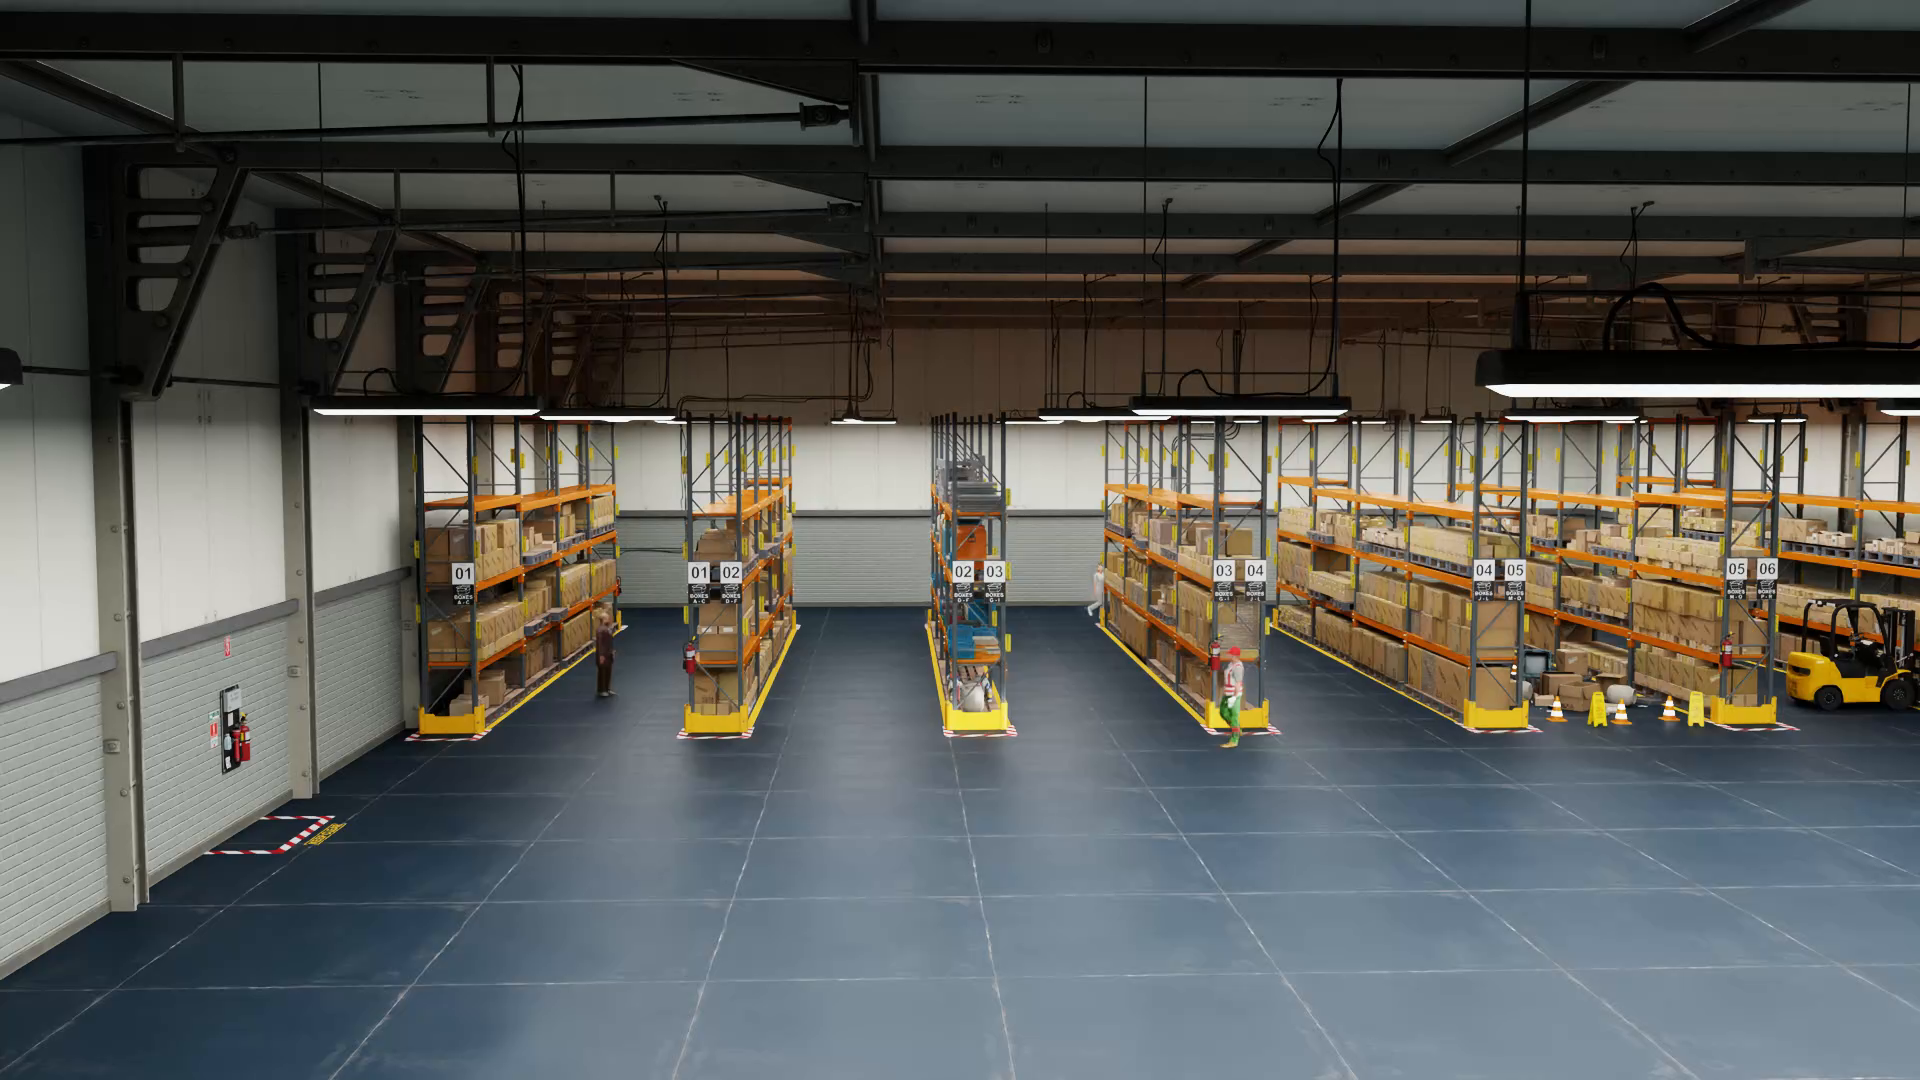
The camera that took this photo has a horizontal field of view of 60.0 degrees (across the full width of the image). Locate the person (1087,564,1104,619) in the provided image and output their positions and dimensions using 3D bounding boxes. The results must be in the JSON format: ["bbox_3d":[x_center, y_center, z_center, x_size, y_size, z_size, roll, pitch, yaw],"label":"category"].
[{"bbox_3d":[4.136,1.518,49.474,0.623,1.647,0.459,3,5,35],"label":"person"}]

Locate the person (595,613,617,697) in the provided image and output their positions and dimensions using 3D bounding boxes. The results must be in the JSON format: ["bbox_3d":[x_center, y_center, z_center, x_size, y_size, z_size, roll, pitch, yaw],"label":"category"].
[{"bbox_3d":[-7.542,2.430,35.270,0.372,1.789,0.622,1,4,14],"label":"person"}]

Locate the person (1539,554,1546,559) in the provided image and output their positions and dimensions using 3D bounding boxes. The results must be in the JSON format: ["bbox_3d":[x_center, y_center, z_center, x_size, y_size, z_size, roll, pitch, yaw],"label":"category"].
[{"bbox_3d":[18.209,1.315,51.838,0.633,1.742,0.584,-1,4,-12],"label":"person"}]

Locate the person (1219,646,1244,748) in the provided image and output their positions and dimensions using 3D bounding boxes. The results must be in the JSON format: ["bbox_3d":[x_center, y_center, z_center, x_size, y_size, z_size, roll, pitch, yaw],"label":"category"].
[{"bbox_3d":[4.880,2.790,29.814,0.523,1.788,0.626,-1,4,-13],"label":"person"}]
